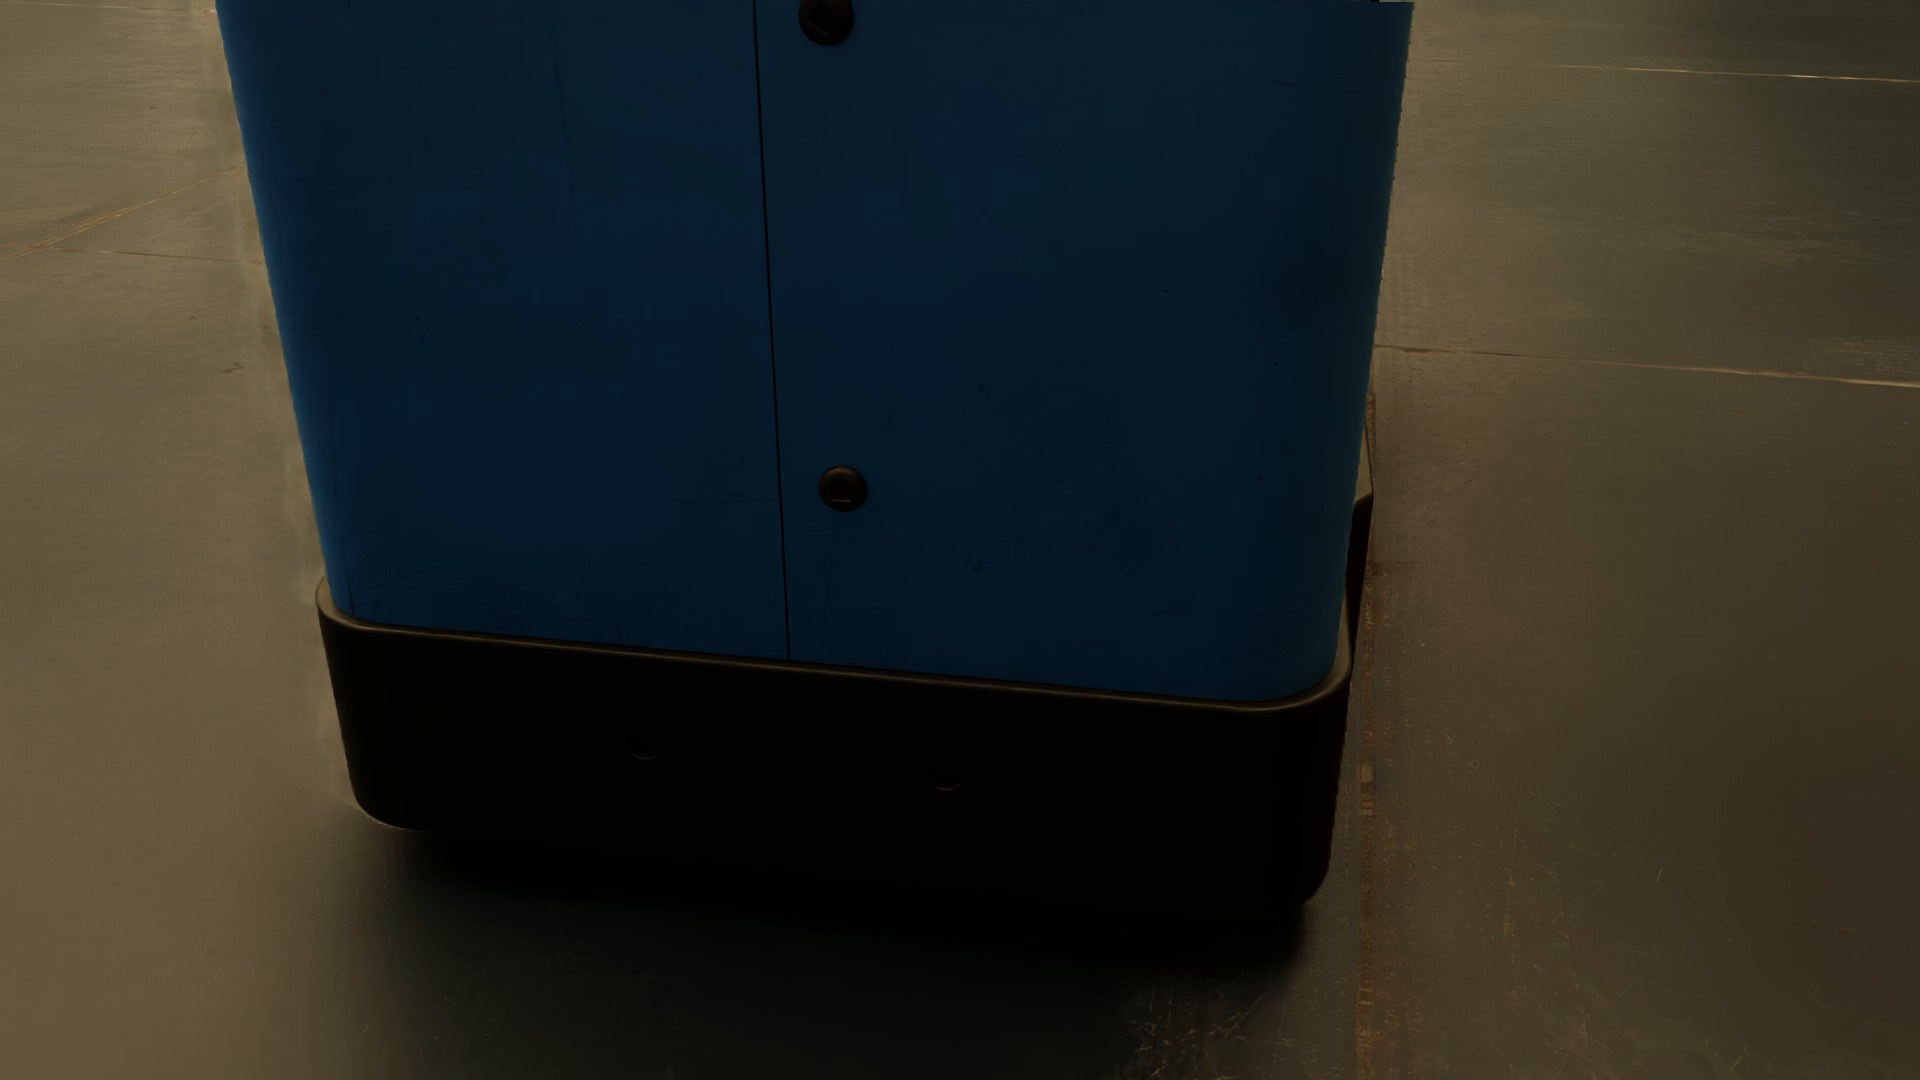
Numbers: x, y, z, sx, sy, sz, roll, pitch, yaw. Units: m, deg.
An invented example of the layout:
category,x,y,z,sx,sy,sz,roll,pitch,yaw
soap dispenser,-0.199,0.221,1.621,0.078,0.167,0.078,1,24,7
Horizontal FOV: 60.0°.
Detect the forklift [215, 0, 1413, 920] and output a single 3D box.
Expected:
category,x,y,z,sx,sy,sz,roll,pitch,yaw
forklift,0.097,-1.581,2.379,1.130,2.935,3.031,4,27,9
